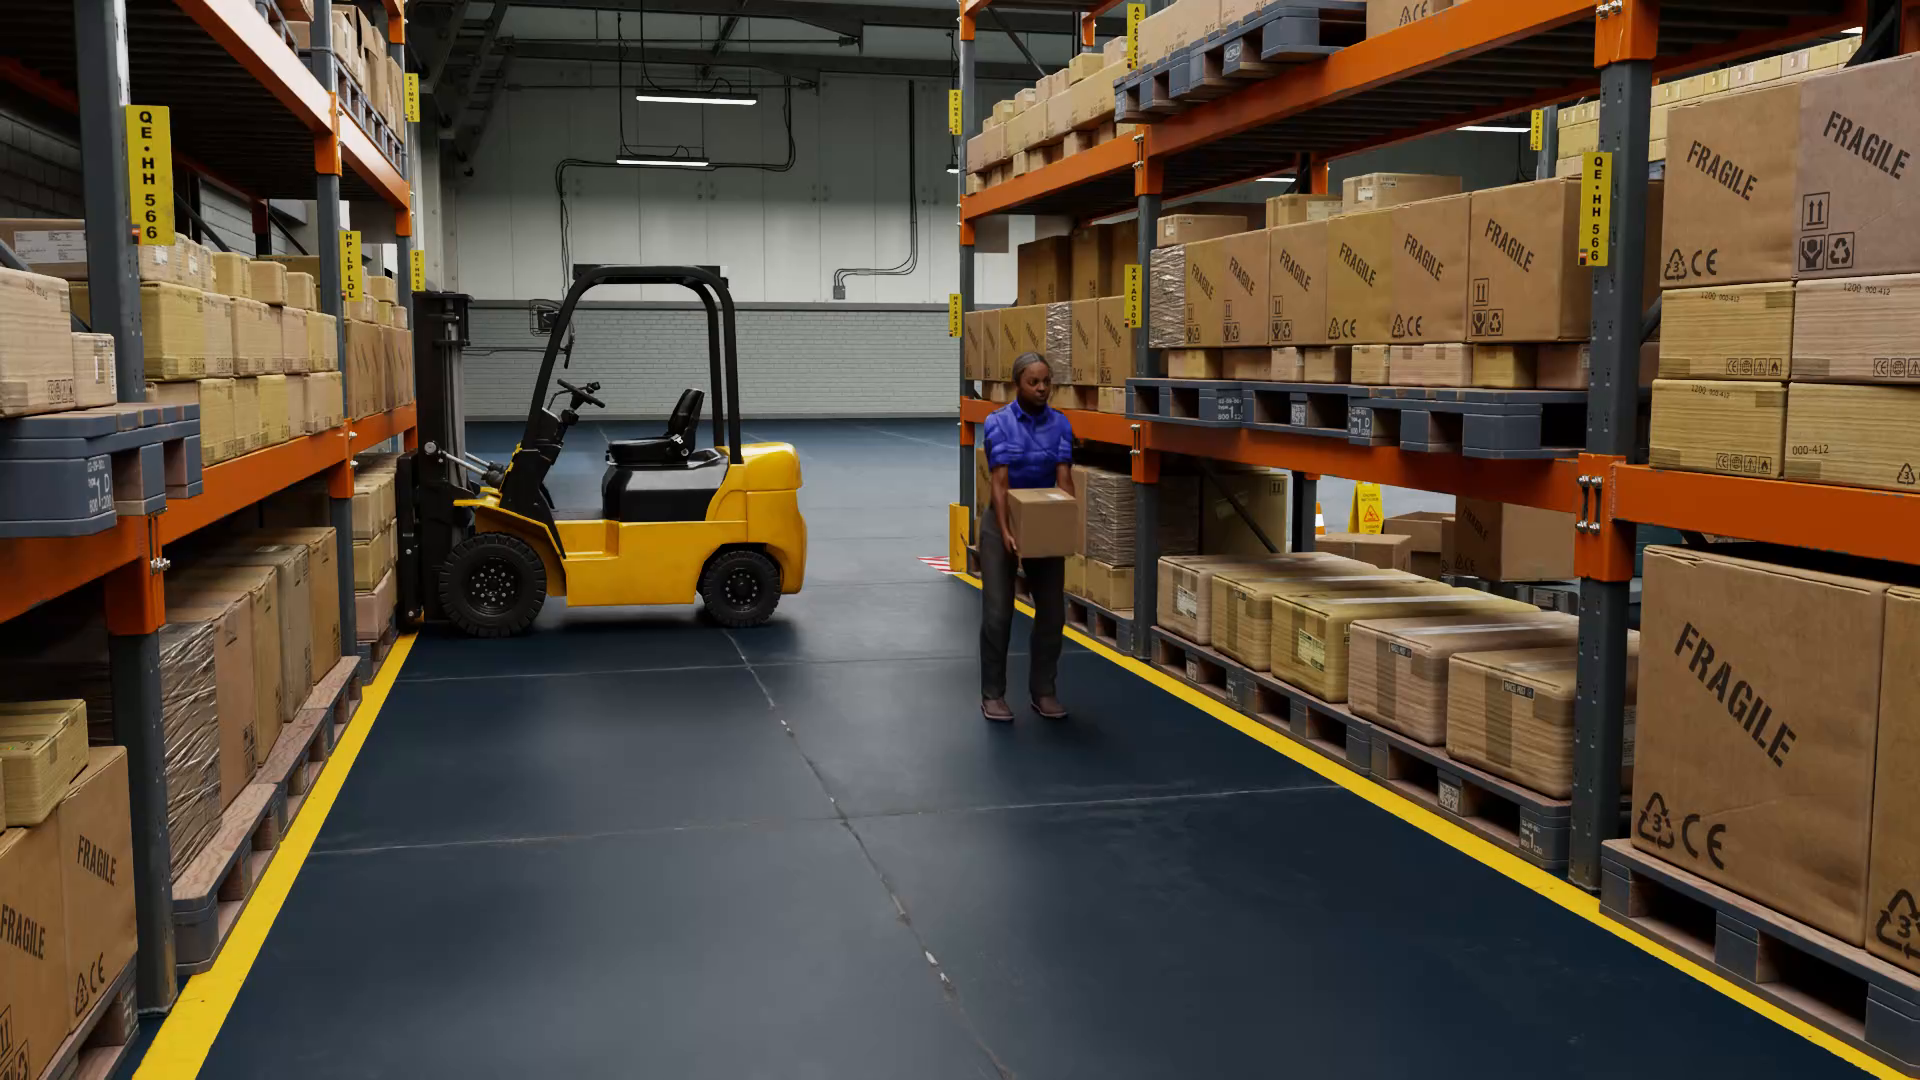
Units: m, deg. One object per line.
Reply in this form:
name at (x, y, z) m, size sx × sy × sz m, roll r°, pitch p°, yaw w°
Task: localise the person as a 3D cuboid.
person at (0.311, -0.011, 7.408) m, size 0.412 × 1.647 × 0.531 m, roll -2°, pitch 6°, yaw -15°
